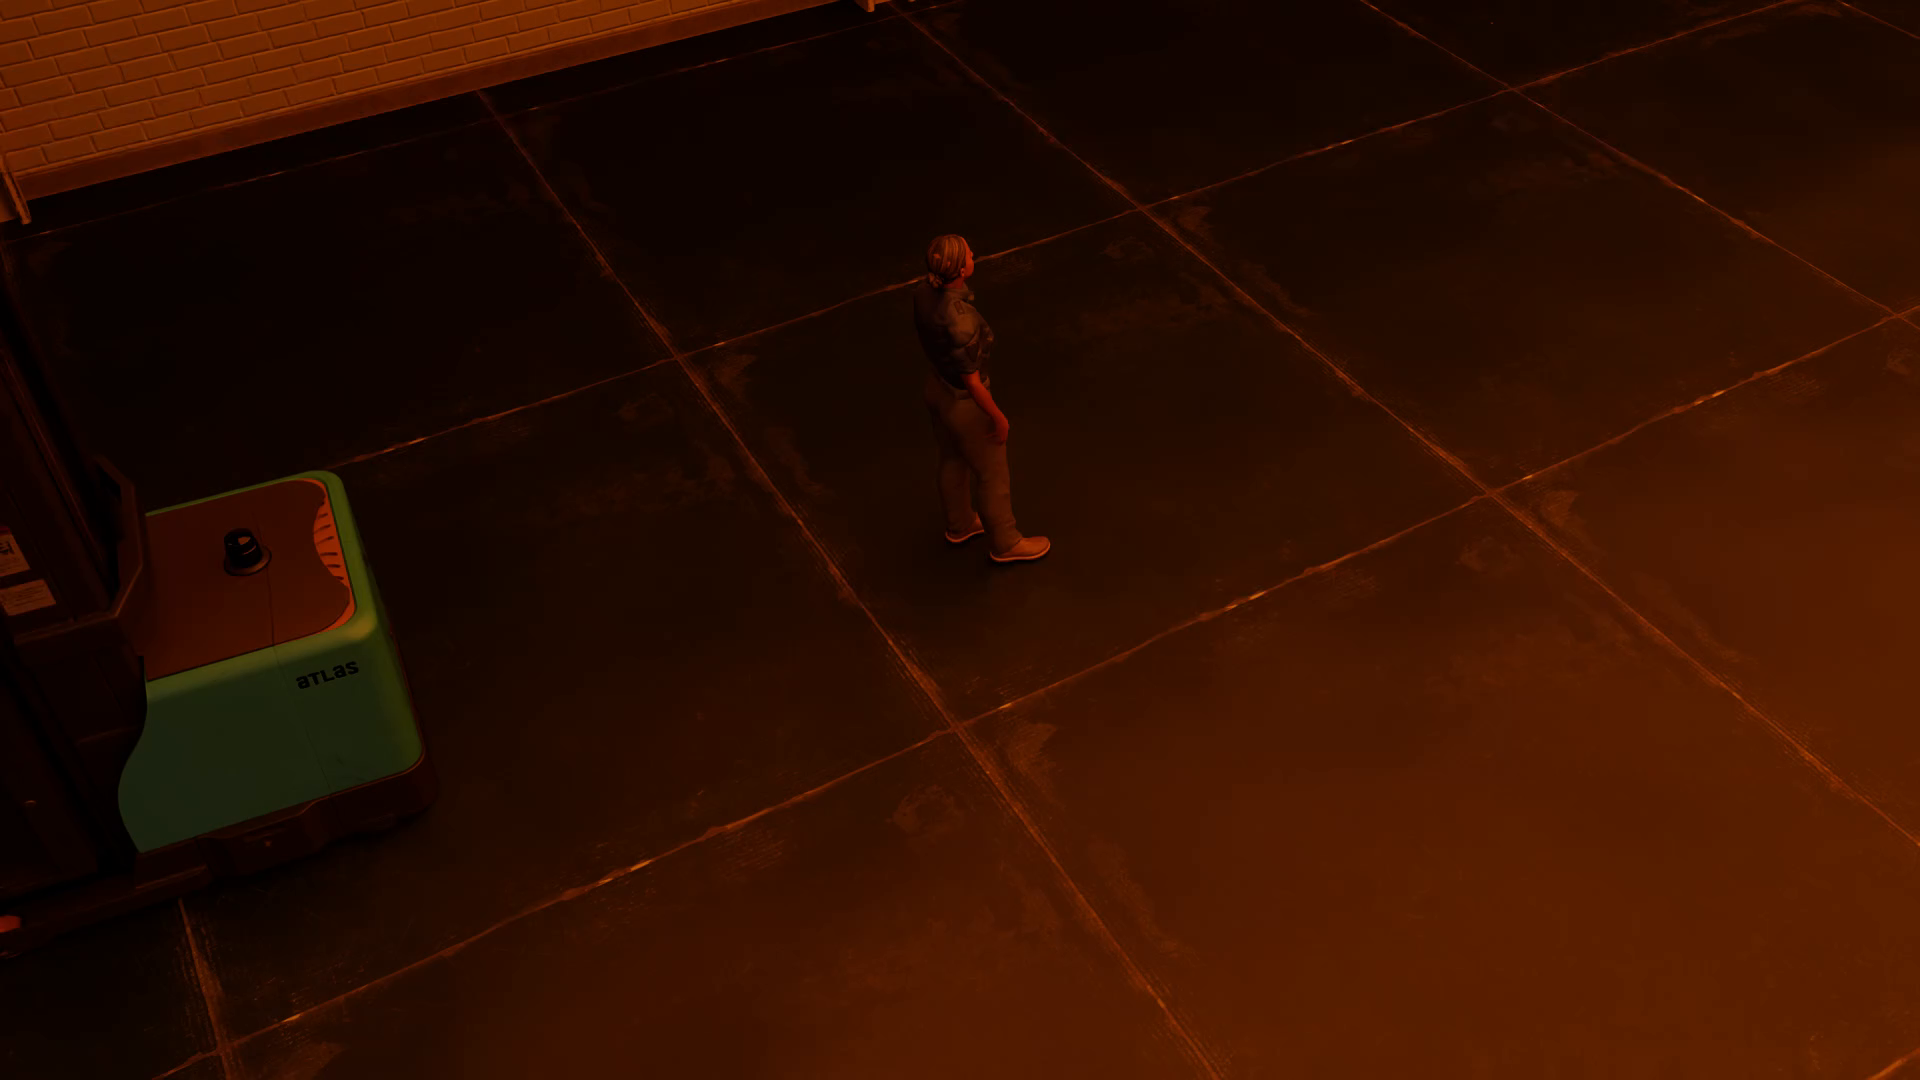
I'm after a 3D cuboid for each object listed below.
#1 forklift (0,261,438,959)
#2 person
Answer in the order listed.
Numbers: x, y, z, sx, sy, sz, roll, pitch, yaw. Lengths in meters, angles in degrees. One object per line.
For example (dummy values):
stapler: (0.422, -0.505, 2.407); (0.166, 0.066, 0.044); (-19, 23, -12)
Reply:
forklift: (-3.653, 0.120, 5.568); (3.031, 2.935, 1.130); (-17, 45, -17)
person: (0.086, -0.629, 7.305); (0.504, 1.654, 0.569); (-21, 47, -21)
